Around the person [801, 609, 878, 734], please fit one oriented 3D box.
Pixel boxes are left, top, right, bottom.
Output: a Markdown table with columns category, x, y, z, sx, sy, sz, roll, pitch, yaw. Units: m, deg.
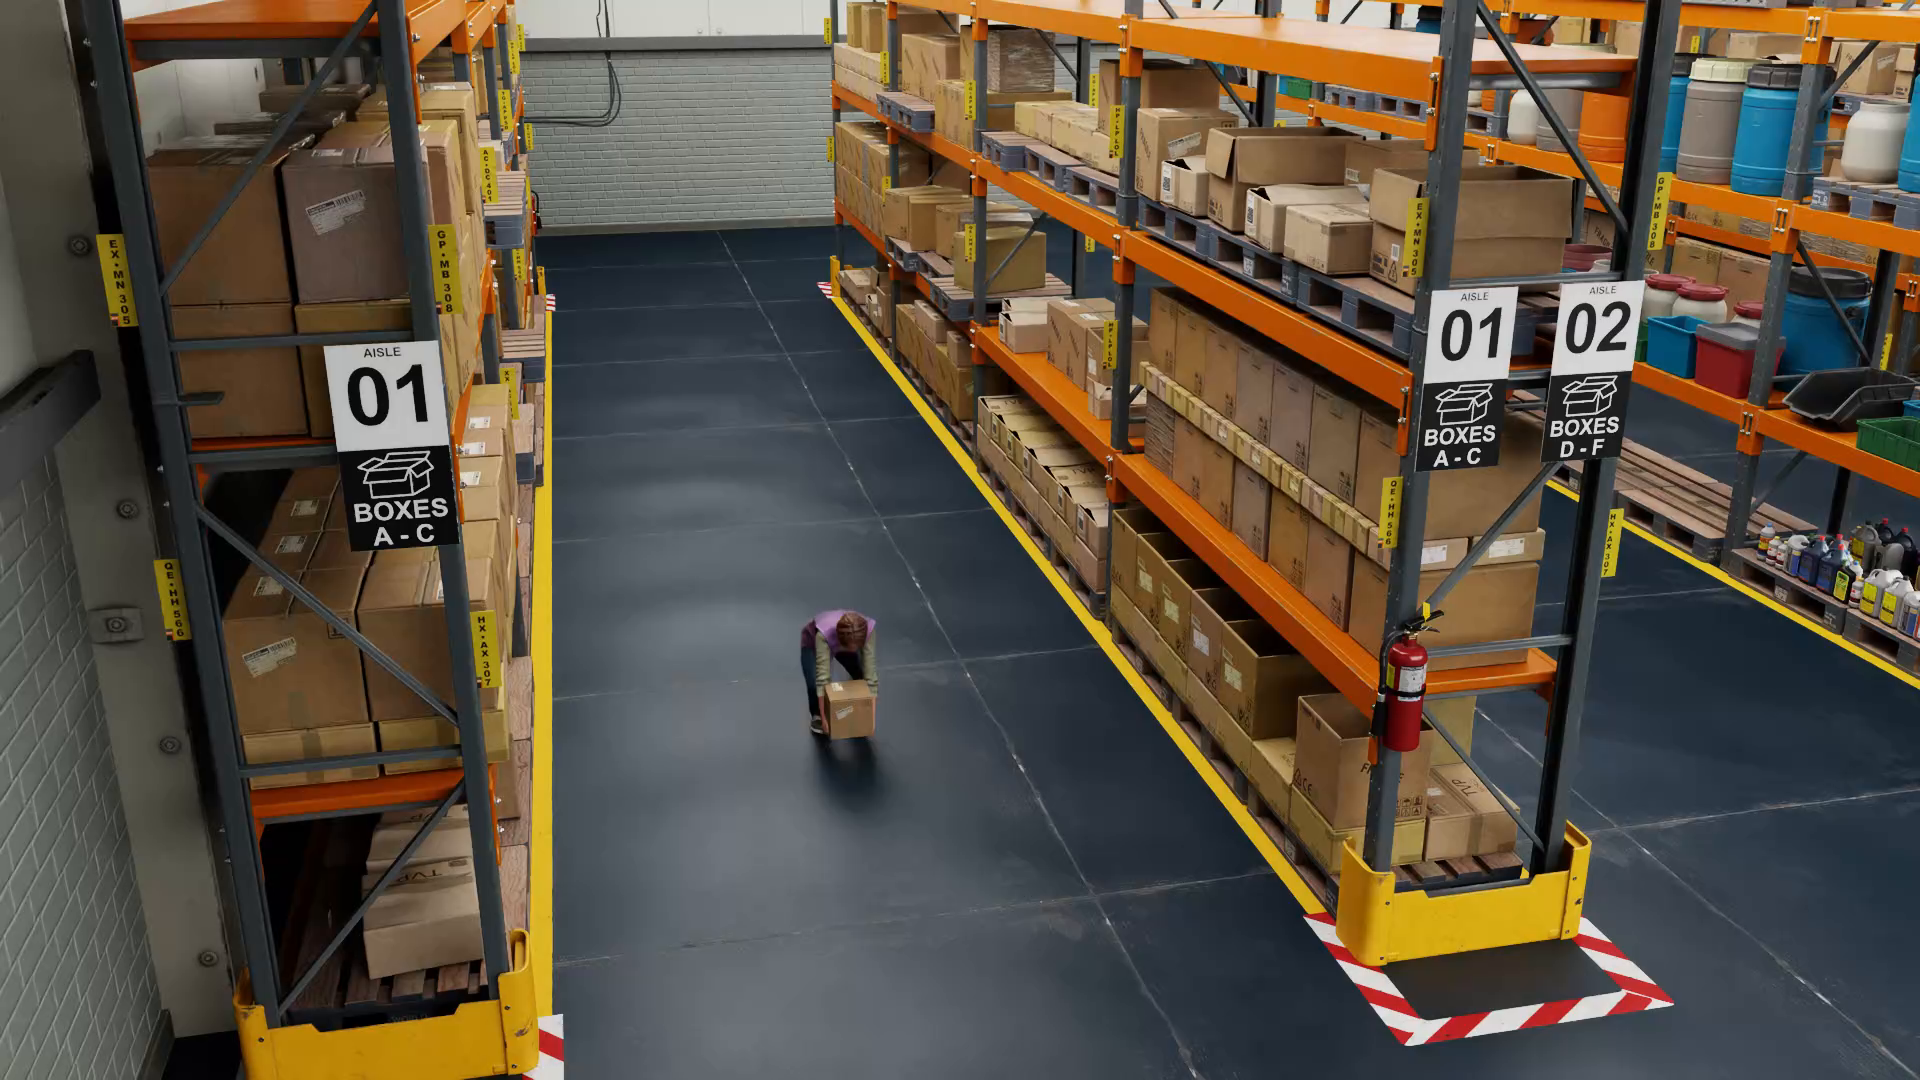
| category | x | y | z | sx | sy | sz | roll | pitch | yaw |
| --- | --- | --- | --- | --- | --- | --- | --- | --- | --- |
| person | -0.726 | 0.767 | 10.008 | 0.422 | 0.895 | 0.838 | -5 | 21 | -14 |
